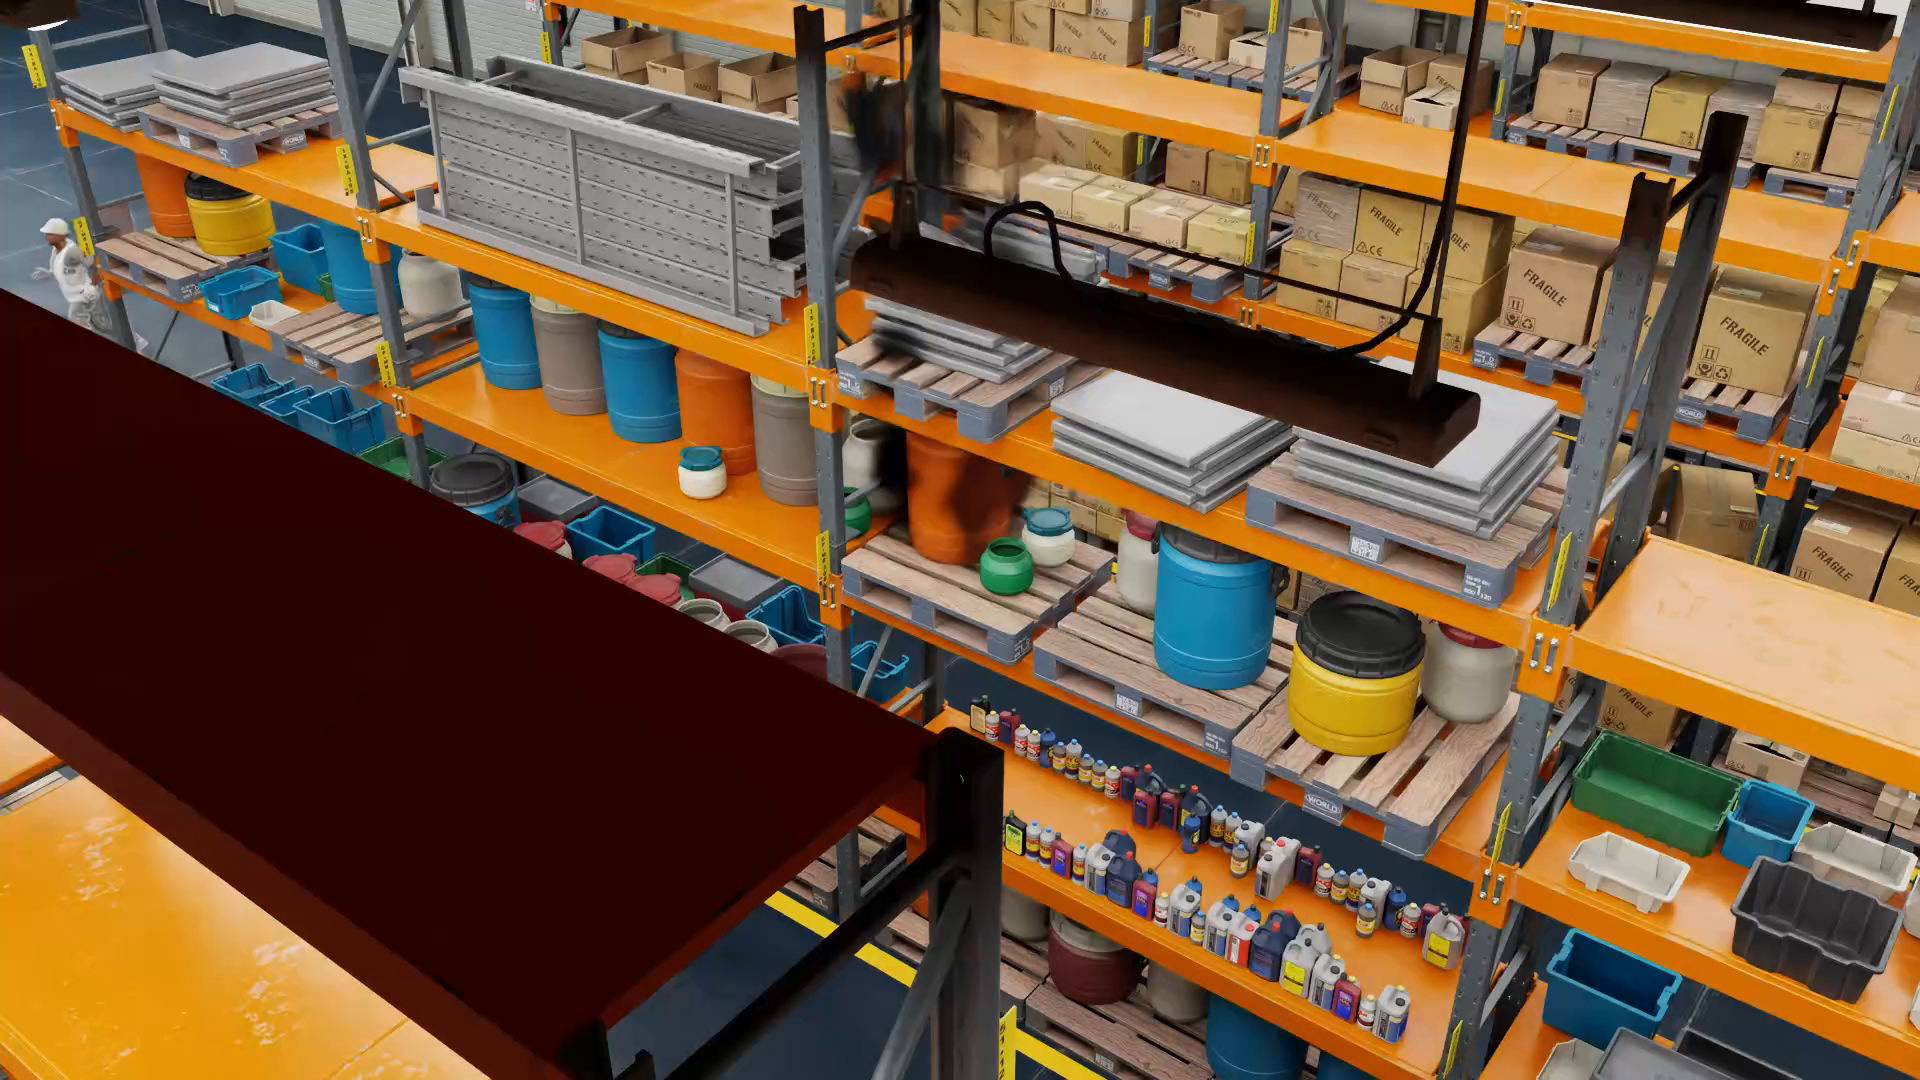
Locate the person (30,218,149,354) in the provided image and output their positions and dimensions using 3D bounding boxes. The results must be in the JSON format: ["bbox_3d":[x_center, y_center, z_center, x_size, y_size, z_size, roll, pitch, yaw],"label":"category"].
[{"bbox_3d":[-9.364,-2.602,17.793,0.977,1.785,0.645,-19,36,-27],"label":"person"}]
